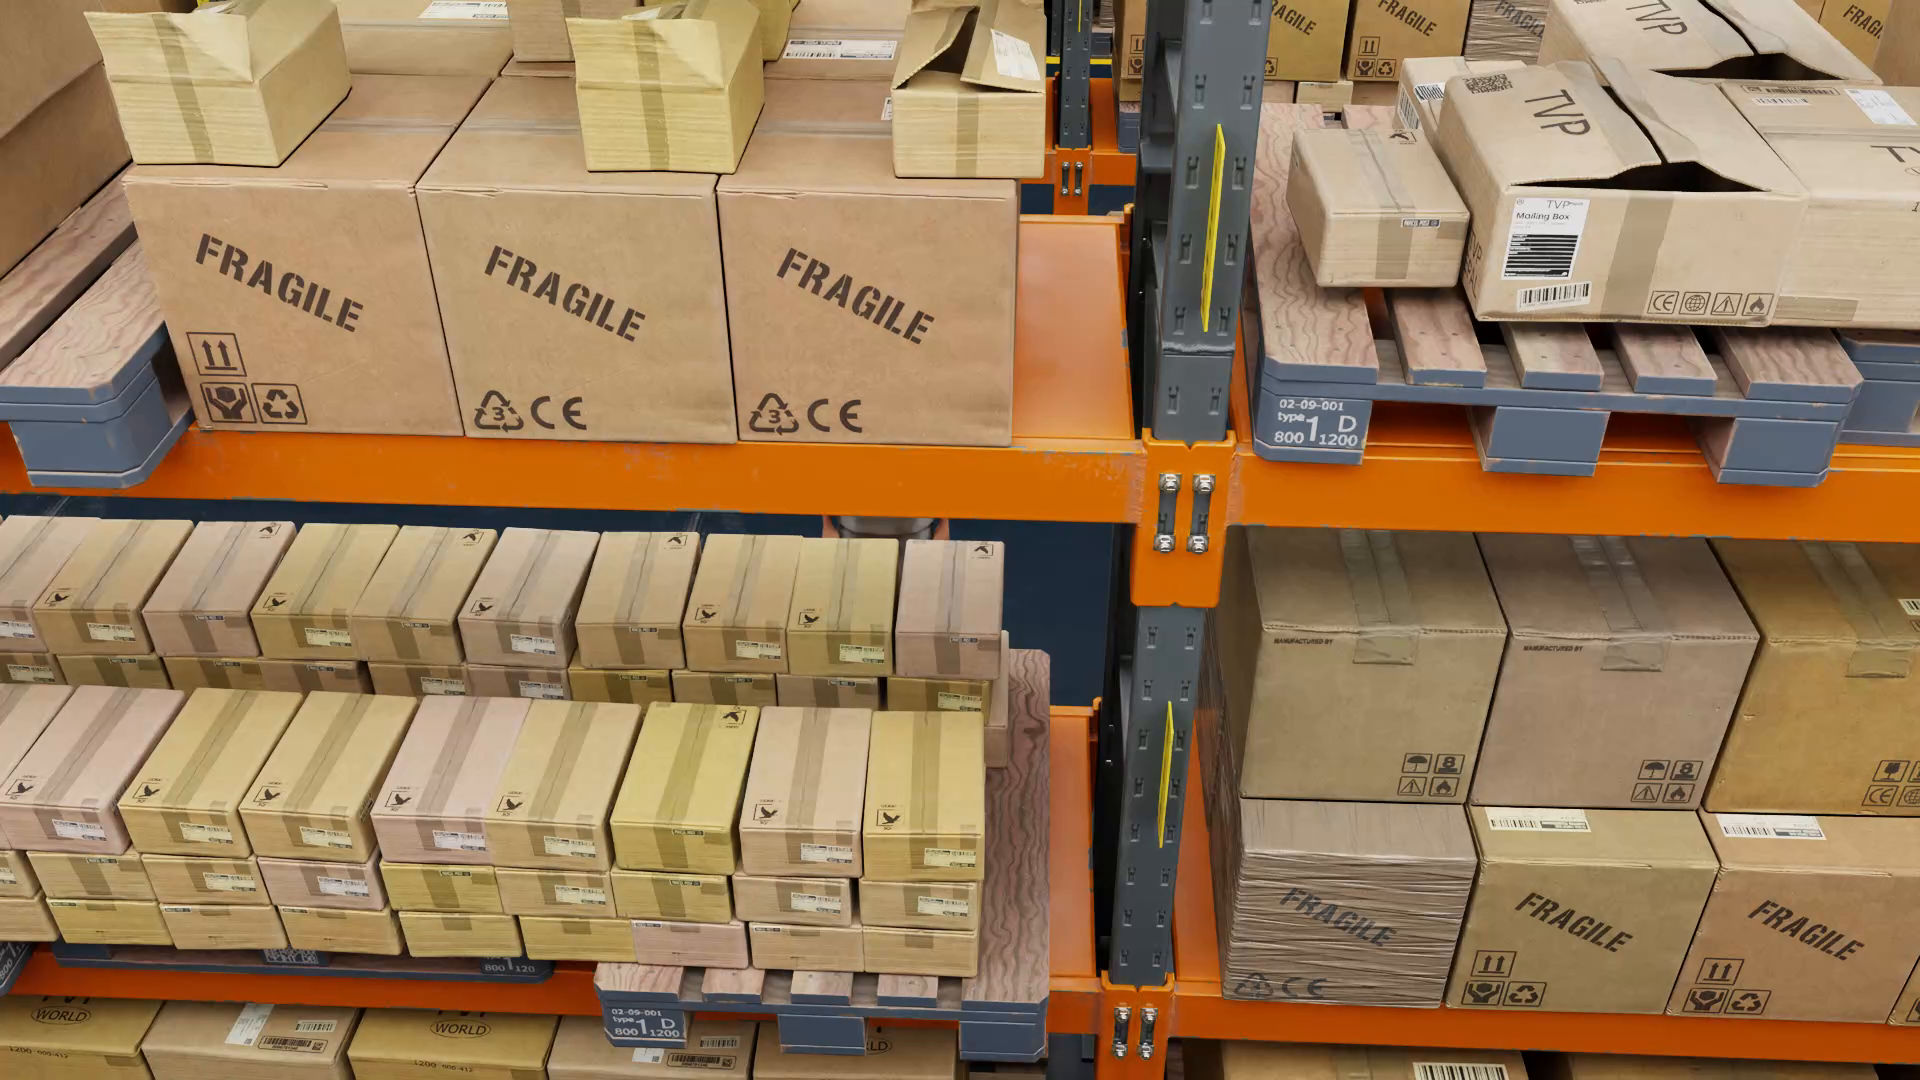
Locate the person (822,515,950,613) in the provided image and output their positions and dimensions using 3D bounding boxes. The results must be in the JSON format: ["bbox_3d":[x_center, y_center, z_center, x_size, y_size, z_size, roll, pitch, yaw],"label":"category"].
[{"bbox_3d":[-0.284,-0.043,6.209,0.509,1.671,0.363,-1,36,-1],"label":"person"}]
